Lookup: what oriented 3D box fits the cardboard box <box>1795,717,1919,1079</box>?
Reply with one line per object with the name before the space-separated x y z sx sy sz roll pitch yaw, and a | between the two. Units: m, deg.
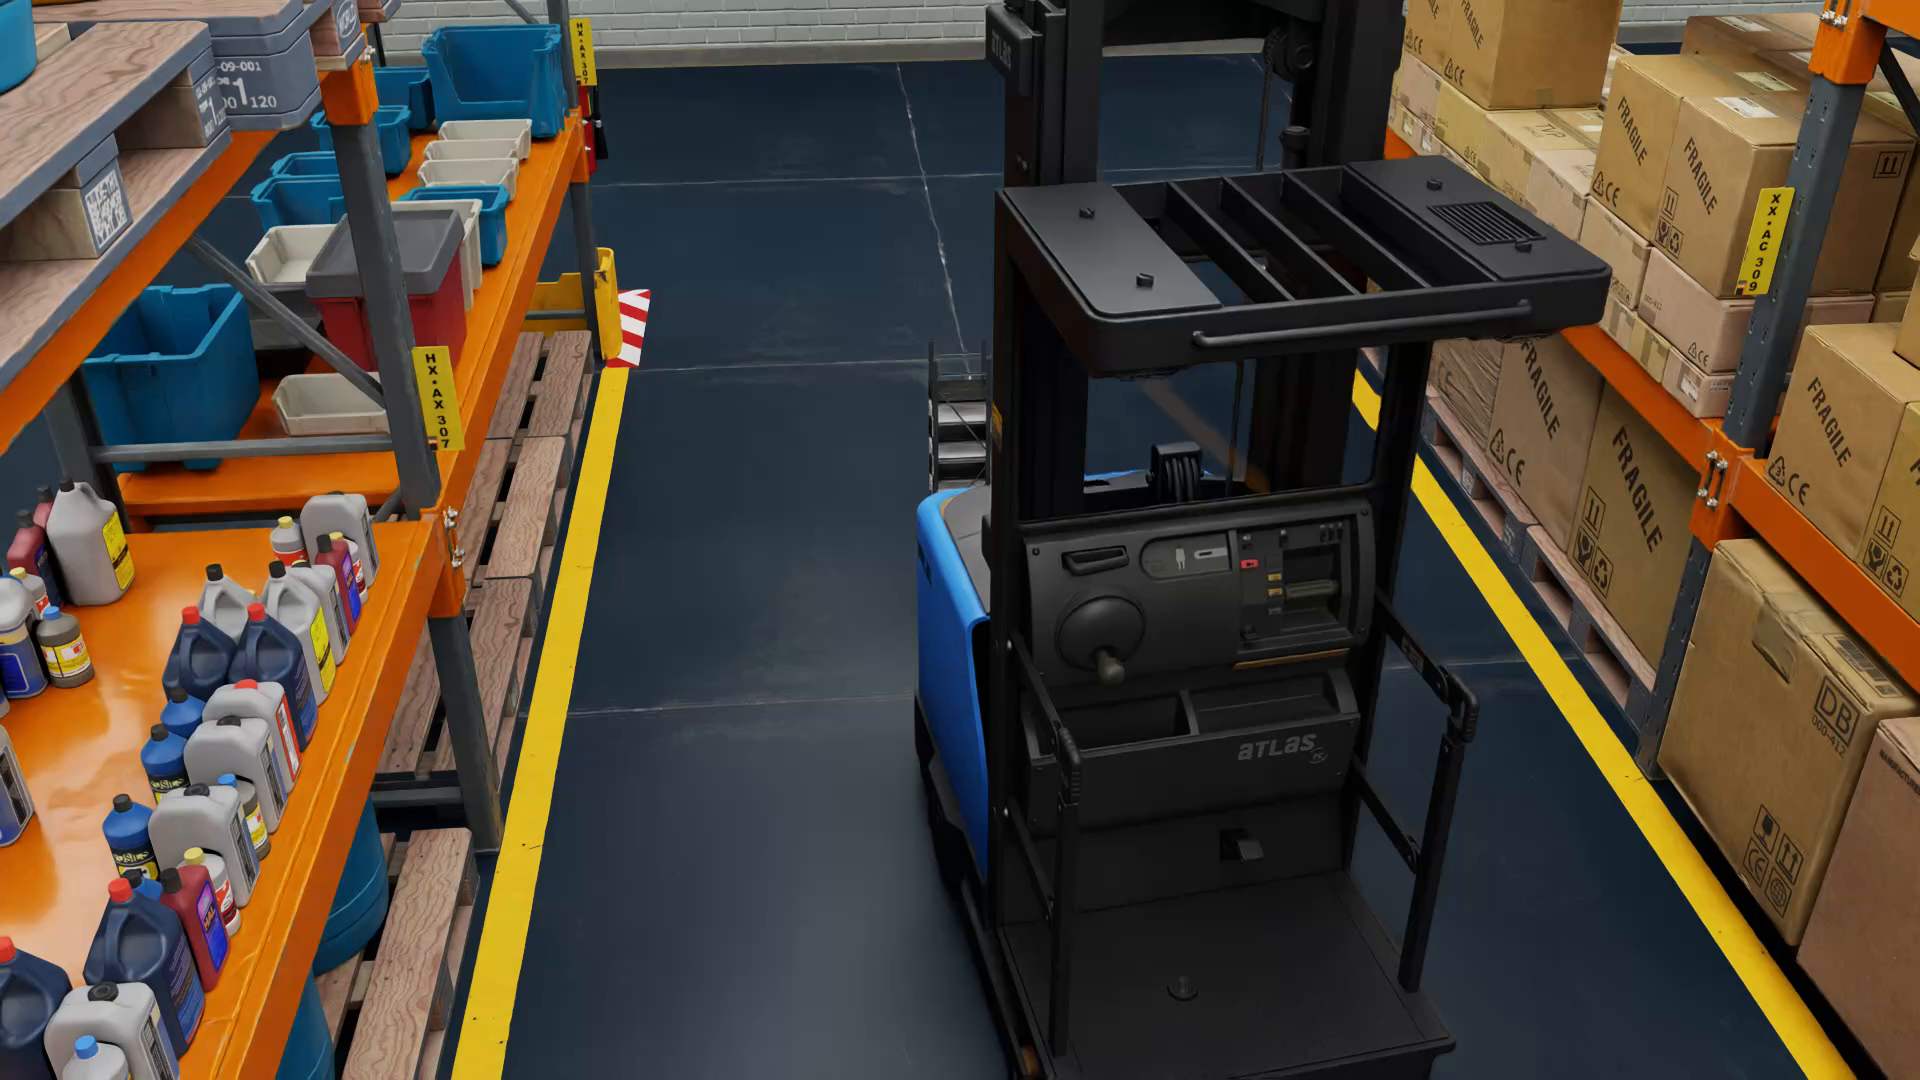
cardboard box | 3.067 1.022 4.277 1.225 0.875 0.875 -4 31 -6

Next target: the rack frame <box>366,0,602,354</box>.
rack frame | -2.402 -2.297 8.170 1.000 3.000 0.127 -3 31 -5

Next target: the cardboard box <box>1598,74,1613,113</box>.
cardboard box | 2.934 -1.844 7.268 0.500 0.250 0.500 -4 31 -6

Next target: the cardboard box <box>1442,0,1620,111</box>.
cardboard box | 2.407 -2.142 7.036 0.500 0.500 0.500 -4 31 -6

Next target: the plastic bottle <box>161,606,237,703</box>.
plastic bottle | -1.742 0.321 3.835 0.144 0.351 0.185 -3 31 -5

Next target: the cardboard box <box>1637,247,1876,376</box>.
cardboard box | 2.601 -0.768 5.467 0.500 0.250 0.500 -3 31 -6

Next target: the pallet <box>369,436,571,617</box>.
pallet | -2.252 -0.056 7.137 1.003 0.211 1.213 -3 31 -5

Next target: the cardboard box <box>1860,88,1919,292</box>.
cardboard box | 3.113 -1.134 5.349 0.500 0.500 0.500 -3 31 -5

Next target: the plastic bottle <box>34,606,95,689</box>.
plastic bottle | -2.207 0.256 4.089 0.097 0.201 0.097 0 31 0

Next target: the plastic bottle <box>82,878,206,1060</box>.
plastic bottle | -1.513 0.782 3.063 0.144 0.351 0.185 -3 31 -5

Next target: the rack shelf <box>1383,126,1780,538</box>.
rack shelf | 2.717 -1.204 7.043 1.077 0.370 4.000 -3 31 -5

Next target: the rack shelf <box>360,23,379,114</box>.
rack shelf | -2.215 -2.255 5.876 1.077 0.370 4.000 -3 31 -5

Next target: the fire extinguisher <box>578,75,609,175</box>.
fire extinguisher | -1.963 -2.203 8.451 0.296 0.674 0.183 -3 31 -5

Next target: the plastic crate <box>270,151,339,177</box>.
plastic crate | -2.583 -1.437 6.835 0.416 0.233 0.300 -3 31 -5

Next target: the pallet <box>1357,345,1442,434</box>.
pallet | 2.682 -0.933 8.606 1.003 0.211 1.213 -3 31 -5

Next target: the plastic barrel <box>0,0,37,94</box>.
plastic barrel | -1.716 -1.074 2.299 0.600 0.901 0.708 -3 31 -5

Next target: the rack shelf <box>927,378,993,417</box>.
rack shelf | -0.001 -0.594 6.905 0.258 0.077 0.200 -3 31 -5

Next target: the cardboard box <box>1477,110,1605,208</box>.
cardboard box | 2.458 -1.552 6.779 0.500 0.250 0.500 -3 31 -6

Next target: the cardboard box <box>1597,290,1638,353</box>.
cardboard box | 2.501 -0.787 5.887 0.380 0.149 0.250 -3 31 -5

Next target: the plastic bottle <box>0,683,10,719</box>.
plastic bottle | -2.346 0.302 3.944 0.097 0.271 0.097 0 31 0

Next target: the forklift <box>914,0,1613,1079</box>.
forklift | 0.674 0.187 4.079 1.130 2.935 3.031 -7 32 -11

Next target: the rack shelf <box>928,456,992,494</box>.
rack shelf | -0.001 -0.285 7.089 0.258 0.077 0.200 -3 31 -5

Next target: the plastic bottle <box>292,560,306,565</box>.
plastic bottle | -1.679 0.145 4.276 0.097 0.201 0.097 0 31 0

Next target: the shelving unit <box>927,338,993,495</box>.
shelving unit | -0.001 -0.390 7.026 0.258 0.900 0.210 -3 31 -5

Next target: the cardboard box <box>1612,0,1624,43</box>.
cardboard box | 2.837 -2.683 7.942 0.500 0.500 0.500 -2 31 -4

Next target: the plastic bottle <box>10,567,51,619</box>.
plastic bottle | -2.377 0.164 4.244 0.097 0.201 0.097 0 31 0

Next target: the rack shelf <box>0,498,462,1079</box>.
rack shelf | -1.841 1.075 3.226 1.077 0.370 4.000 -3 31 -5

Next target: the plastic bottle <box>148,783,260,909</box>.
plastic bottle | -1.554 0.615 3.416 0.152 0.276 0.135 -3 31 -5

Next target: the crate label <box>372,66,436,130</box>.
crate label | -2.706 -2.109 7.961 0.416 0.233 0.303 -3 31 -5

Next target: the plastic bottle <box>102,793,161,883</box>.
plastic bottle | -1.676 0.633 3.391 0.097 0.271 0.097 0 31 0

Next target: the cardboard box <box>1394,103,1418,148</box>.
cardboard box | 2.284 -1.968 7.864 0.380 0.149 0.250 -3 31 -6

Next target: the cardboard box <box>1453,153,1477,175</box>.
cardboard box | 2.357 -1.573 7.203 0.380 0.149 0.250 -3 31 -5

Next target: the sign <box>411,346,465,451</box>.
sign | -1.480 -0.399 4.723 0.100 0.325 0.005 -3 31 -5

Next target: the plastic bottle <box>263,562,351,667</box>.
plastic bottle | -1.635 0.171 4.160 0.152 0.276 0.135 -3 31 -5

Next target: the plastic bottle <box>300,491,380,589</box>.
plastic bottle | -1.669 -0.016 4.472 0.152 0.276 0.135 -3 31 -5

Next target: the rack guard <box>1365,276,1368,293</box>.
rack guard | 2.527 -1.473 9.229 1.175 0.500 0.348 -3 31 -5

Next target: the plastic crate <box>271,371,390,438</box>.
plastic crate | -1.929 -0.412 5.213 0.396 0.136 0.243 -3 31 -5

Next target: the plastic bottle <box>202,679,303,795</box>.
plastic bottle | -1.588 0.428 3.729 0.152 0.276 0.135 -3 31 -5

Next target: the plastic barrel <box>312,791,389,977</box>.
plastic barrel | -1.994 0.744 4.715 0.600 0.901 0.708 -3 31 -5

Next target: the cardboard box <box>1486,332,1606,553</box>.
cardboard box | 2.837 -0.561 6.926 0.875 0.875 0.875 -3 31 -5

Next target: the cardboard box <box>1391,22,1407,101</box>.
cardboard box | 2.306 -2.340 8.098 0.500 0.250 0.500 -4 31 -6

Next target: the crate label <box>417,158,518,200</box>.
crate label | -2.082 -1.512 7.055 0.396 0.136 0.243 -3 31 -5

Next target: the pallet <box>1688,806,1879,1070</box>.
pallet | 3.051 1.095 5.210 1.003 0.211 1.213 -3 31 -5

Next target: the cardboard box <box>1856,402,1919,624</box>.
cardboard box | 2.745 -0.032 4.280 0.500 0.500 0.500 -3 31 -5

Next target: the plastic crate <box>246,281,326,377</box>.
plastic crate | -2.400 -0.721 5.742 0.437 0.125 0.590 -3 31 -5
